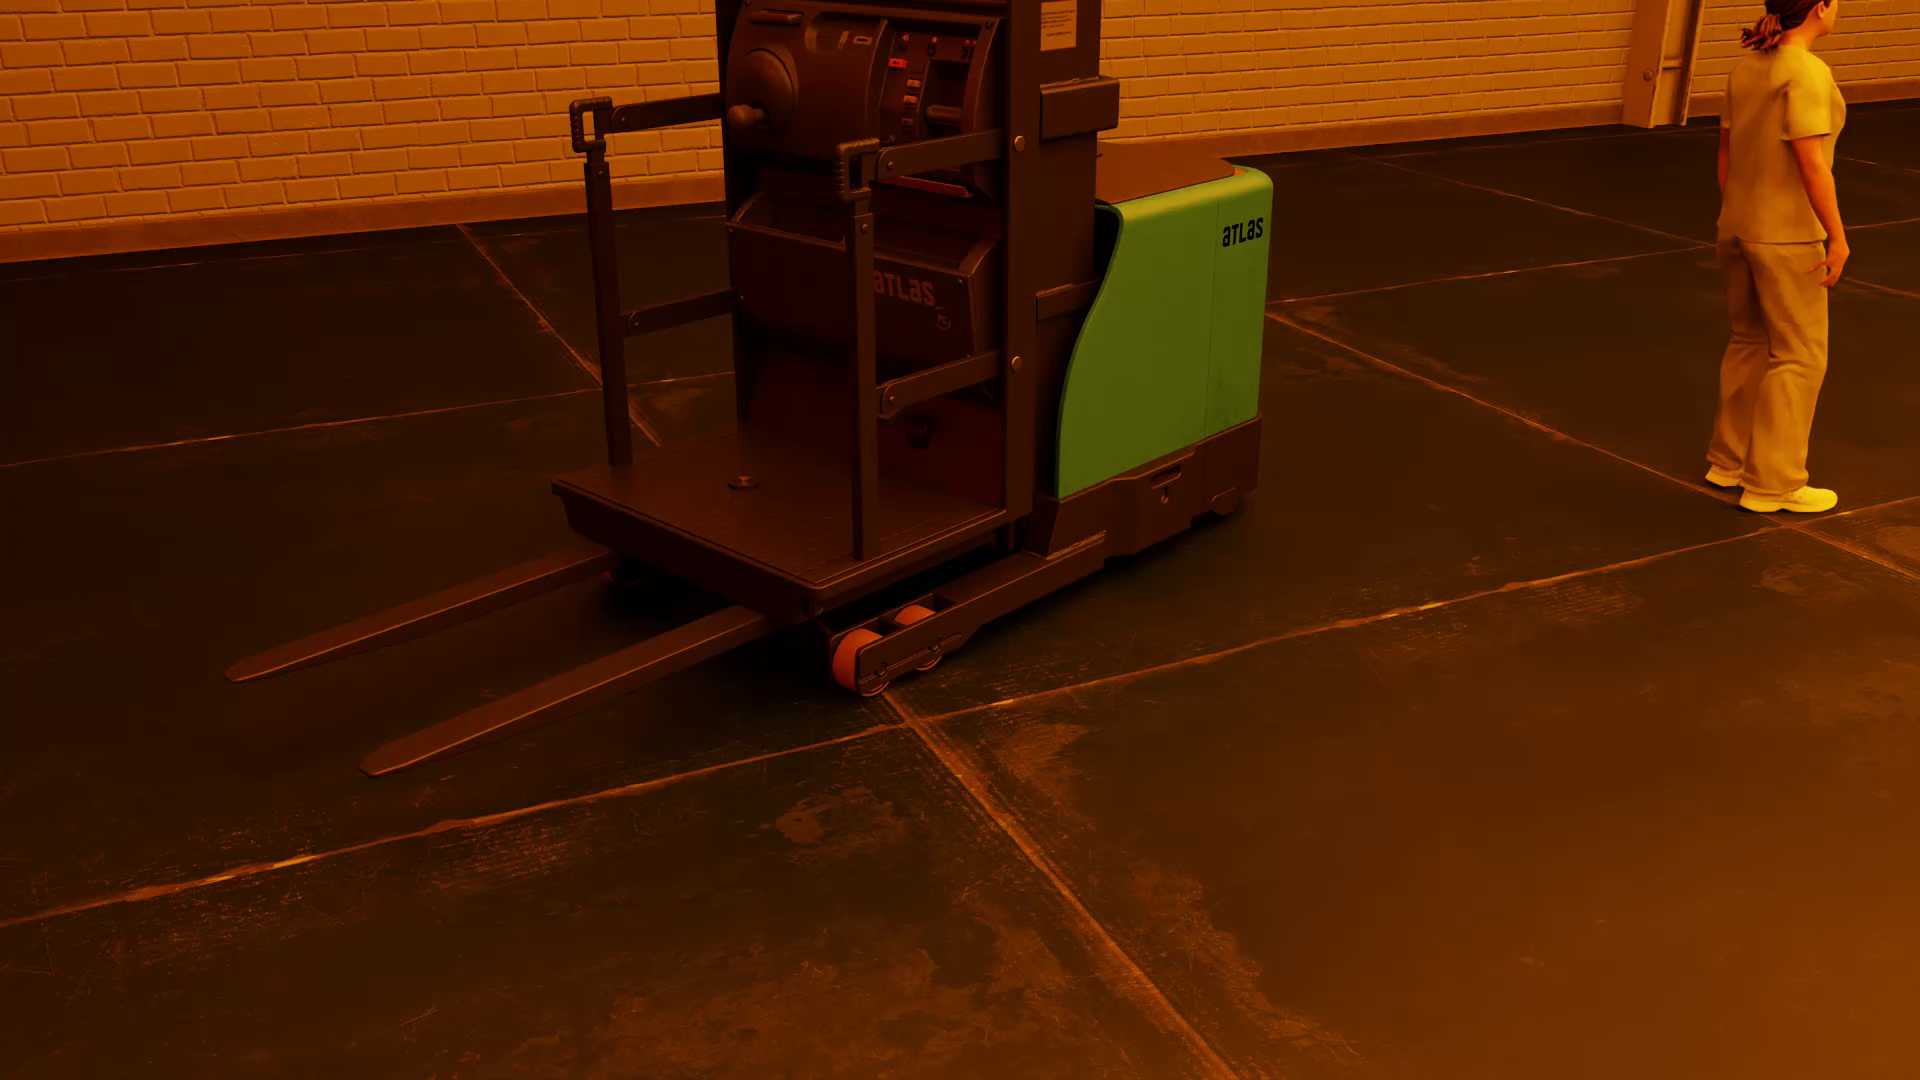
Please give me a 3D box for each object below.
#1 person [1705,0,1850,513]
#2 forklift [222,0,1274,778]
[{"bbox_3d":[2.562,-0.928,5.177,0.474,1.688,0.523,-3,23,-7],"label":"person"},{"bbox_3d":[-0.413,-1.182,4.131,1.130,2.935,3.031,19,29,39],"label":"forklift"}]
